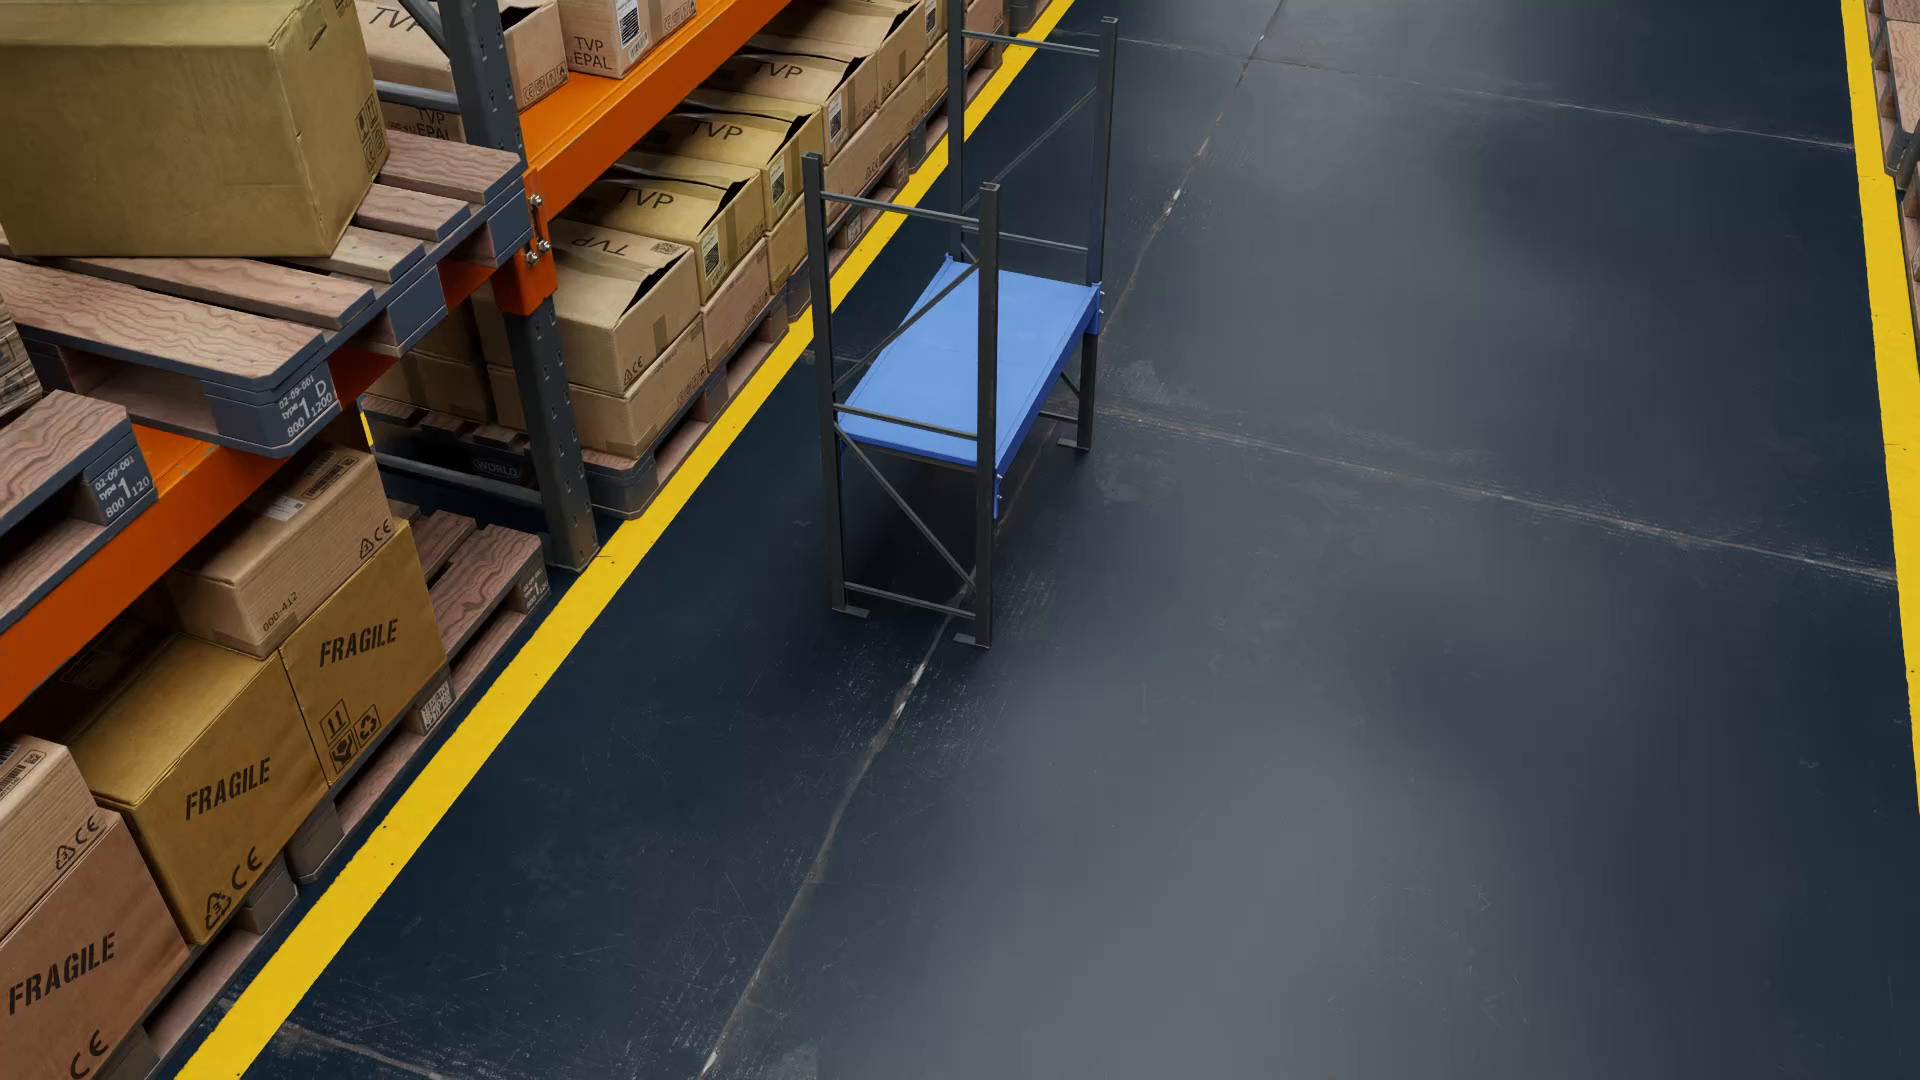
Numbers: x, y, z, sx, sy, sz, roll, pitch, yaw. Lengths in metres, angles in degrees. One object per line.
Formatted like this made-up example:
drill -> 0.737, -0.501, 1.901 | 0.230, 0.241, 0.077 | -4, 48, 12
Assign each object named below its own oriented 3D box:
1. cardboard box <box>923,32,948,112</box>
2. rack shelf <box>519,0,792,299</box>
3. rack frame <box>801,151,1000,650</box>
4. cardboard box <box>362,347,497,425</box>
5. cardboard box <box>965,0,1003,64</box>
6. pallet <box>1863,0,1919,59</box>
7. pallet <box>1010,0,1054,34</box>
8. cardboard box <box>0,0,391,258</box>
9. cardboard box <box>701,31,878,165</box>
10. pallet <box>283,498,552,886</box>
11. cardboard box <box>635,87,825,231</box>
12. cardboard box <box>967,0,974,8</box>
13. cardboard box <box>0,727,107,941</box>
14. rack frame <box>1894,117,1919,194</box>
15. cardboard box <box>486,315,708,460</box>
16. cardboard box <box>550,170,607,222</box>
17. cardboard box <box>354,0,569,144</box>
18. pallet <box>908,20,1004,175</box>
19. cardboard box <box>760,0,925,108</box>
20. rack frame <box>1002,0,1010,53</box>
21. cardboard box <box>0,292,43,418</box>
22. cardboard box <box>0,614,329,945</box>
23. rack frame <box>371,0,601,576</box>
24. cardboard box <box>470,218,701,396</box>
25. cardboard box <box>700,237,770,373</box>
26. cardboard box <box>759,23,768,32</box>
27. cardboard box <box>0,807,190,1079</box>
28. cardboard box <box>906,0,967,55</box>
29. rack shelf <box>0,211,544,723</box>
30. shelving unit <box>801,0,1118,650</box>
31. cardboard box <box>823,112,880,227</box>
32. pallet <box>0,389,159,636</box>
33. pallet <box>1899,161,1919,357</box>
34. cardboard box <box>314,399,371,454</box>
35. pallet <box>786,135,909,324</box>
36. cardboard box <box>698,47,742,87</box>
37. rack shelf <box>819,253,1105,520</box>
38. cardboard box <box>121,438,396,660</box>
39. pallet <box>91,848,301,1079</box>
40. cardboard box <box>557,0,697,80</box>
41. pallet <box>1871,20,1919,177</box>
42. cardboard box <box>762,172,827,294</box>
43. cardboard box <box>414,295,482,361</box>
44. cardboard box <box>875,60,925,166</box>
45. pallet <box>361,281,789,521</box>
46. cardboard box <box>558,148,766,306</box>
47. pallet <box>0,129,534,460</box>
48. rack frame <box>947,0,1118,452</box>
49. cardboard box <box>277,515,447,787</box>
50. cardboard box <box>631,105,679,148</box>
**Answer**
cardboard box -> -0.293, -2.109, 7.206 | 0.500, 0.250, 0.500 | 13, 42, 14
rack shelf -> -0.933, -2.127, 5.986 | 1.077, 0.370, 4.000 | 13, 42, 15
rack frame -> -0.145, -0.313, 4.461 | 0.500, 1.500, 0.032 | 13, 42, 15
cardboard box -> -1.666, -0.670, 5.519 | 0.500, 0.250, 0.500 | 14, 42, 16
cardboard box -> -0.119, -2.417, 7.567 | 0.500, 0.250, 0.500 | 13, 42, 15
pallet -> 5.019, -2.627, 8.166 | 1.003, 0.211, 1.213 | 13, 42, 15
pallet -> 0.062, -3.036, 8.645 | 1.003, 0.211, 1.213 | 13, 42, 15
cardboard box -> -1.726, -0.970, 3.675 | 0.700, 0.500, 0.500 | 0, 40, 0
cardboard box -> -0.638, -1.709, 6.305 | 0.500, 0.311, 0.500 | 13, 42, 15
pallet -> -1.908, 0.327, 4.704 | 1.003, 0.211, 1.213 | 13, 42, 15
cardboard box -> -0.814, -1.395, 5.937 | 0.500, 0.311, 0.500 | 12, 42, 14
cardboard box -> -0.118, -2.637, 7.393 | 0.500, 0.311, 0.500 | 13, 42, 15
cardboard box -> -2.077, 0.600, 3.245 | 0.500, 0.250, 0.500 | 13, 42, 14
rack frame -> 4.407, -2.523, 5.897 | 1.000, 3.000, 0.127 | 13, 42, 15
cardboard box -> -1.162, -0.549, 5.377 | 0.500, 0.250, 0.500 | 13, 42, 15
cardboard box -> -1.498, -1.200, 5.709 | 0.500, 0.311, 0.500 | 13, 42, 14
cardboard box -> -1.452, -1.359, 4.601 | 0.500, 0.311, 0.500 | 16, 43, 18
pallet -> -0.464, -2.102, 7.551 | 1.003, 0.211, 1.213 | 13, 42, 15
cardboard box -> -0.463, -2.014, 6.663 | 0.500, 0.311, 0.500 | 13, 42, 15
rack frame -> -0.249, -3.621, 7.183 | 1.000, 3.000, 0.127 | 13, 42, 15
cardboard box -> -2.219, -0.454, 3.071 | 0.700, 0.500, 0.500 | 21, 45, 23
cardboard box -> -1.894, 0.541, 3.892 | 0.500, 0.500, 0.500 | 12, 42, 14
rack frame -> -1.617, -1.181, 4.323 | 1.000, 3.000, 0.127 | 13, 42, 15
cardboard box -> -1.162, -0.762, 5.195 | 0.500, 0.311, 0.500 | 15, 43, 17
cardboard box -> -0.991, -0.856, 5.737 | 0.500, 0.250, 0.500 | 12, 42, 14
cardboard box -> -0.977, -2.131, 6.799 | 0.500, 0.311, 0.500 | 12, 42, 14
cardboard box -> -2.067, 0.862, 3.515 | 0.500, 0.500, 0.500 | 12, 42, 13
cardboard box -> -0.290, -2.318, 7.019 | 0.500, 0.311, 0.500 | 14, 43, 16
rack shelf -> -2.301, 0.313, 3.127 | 1.077, 0.370, 4.000 | 13, 42, 15
shelving unit -> 0.029, -0.623, 4.824 | 0.538, 1.500, 1.048 | 13, 42, 15
cardboard box -> -0.643, -1.487, 6.476 | 0.500, 0.250, 0.500 | 14, 42, 16
pallet -> -2.278, 0.079, 2.994 | 1.003, 0.211, 1.213 | 13, 42, 15
pallet -> 4.142, -0.987, 6.245 | 1.003, 0.211, 1.213 | 13, 42, 15
cardboard box -> -2.041, -0.183, 4.740 | 0.500, 0.500, 0.500 | 15, 43, 17
pallet -> -0.880, -1.355, 6.676 | 1.003, 0.211, 1.213 | 13, 42, 15
cardboard box -> -1.149, -1.813, 6.427 | 0.500, 0.311, 0.500 | 14, 43, 16
rack shelf -> 0.029, -0.486, 4.941 | 0.538, 0.185, 1.000 | 13, 42, 15
cardboard box -> -1.732, -0.025, 3.977 | 0.500, 0.250, 0.500 | 15, 43, 17
pallet -> -2.327, 1.069, 3.835 | 1.003, 0.211, 1.213 | 13, 42, 15
cardboard box -> -1.129, -1.649, 4.941 | 0.500, 0.311, 0.500 | 13, 42, 15
pallet -> 4.604, -1.880, 7.291 | 1.003, 0.211, 1.213 | 13, 42, 15
cardboard box -> -0.819, -1.174, 6.110 | 0.500, 0.250, 0.500 | 12, 42, 14
cardboard box -> -1.669, -0.882, 5.336 | 0.500, 0.311, 0.500 | 14, 43, 16
cardboard box -> -0.468, -1.797, 6.840 | 0.500, 0.250, 0.500 | 14, 42, 16
pallet -> -1.299, -0.613, 5.806 | 1.003, 0.211, 1.213 | 13, 42, 15
cardboard box -> -0.990, -1.084, 5.573 | 0.500, 0.311, 0.500 | 12, 42, 14
pallet -> -1.783, -0.679, 3.882 | 1.213, 0.211, 1.003 | 13, 42, 15
rack frame -> 0.203, -0.933, 5.188 | 0.500, 1.500, 0.032 | 13, 42, 15
cardboard box -> -1.716, 0.225, 4.262 | 0.500, 0.500, 0.500 | 15, 43, 17
cardboard box -> -1.322, -1.508, 6.069 | 0.500, 0.311, 0.500 | 13, 42, 15
